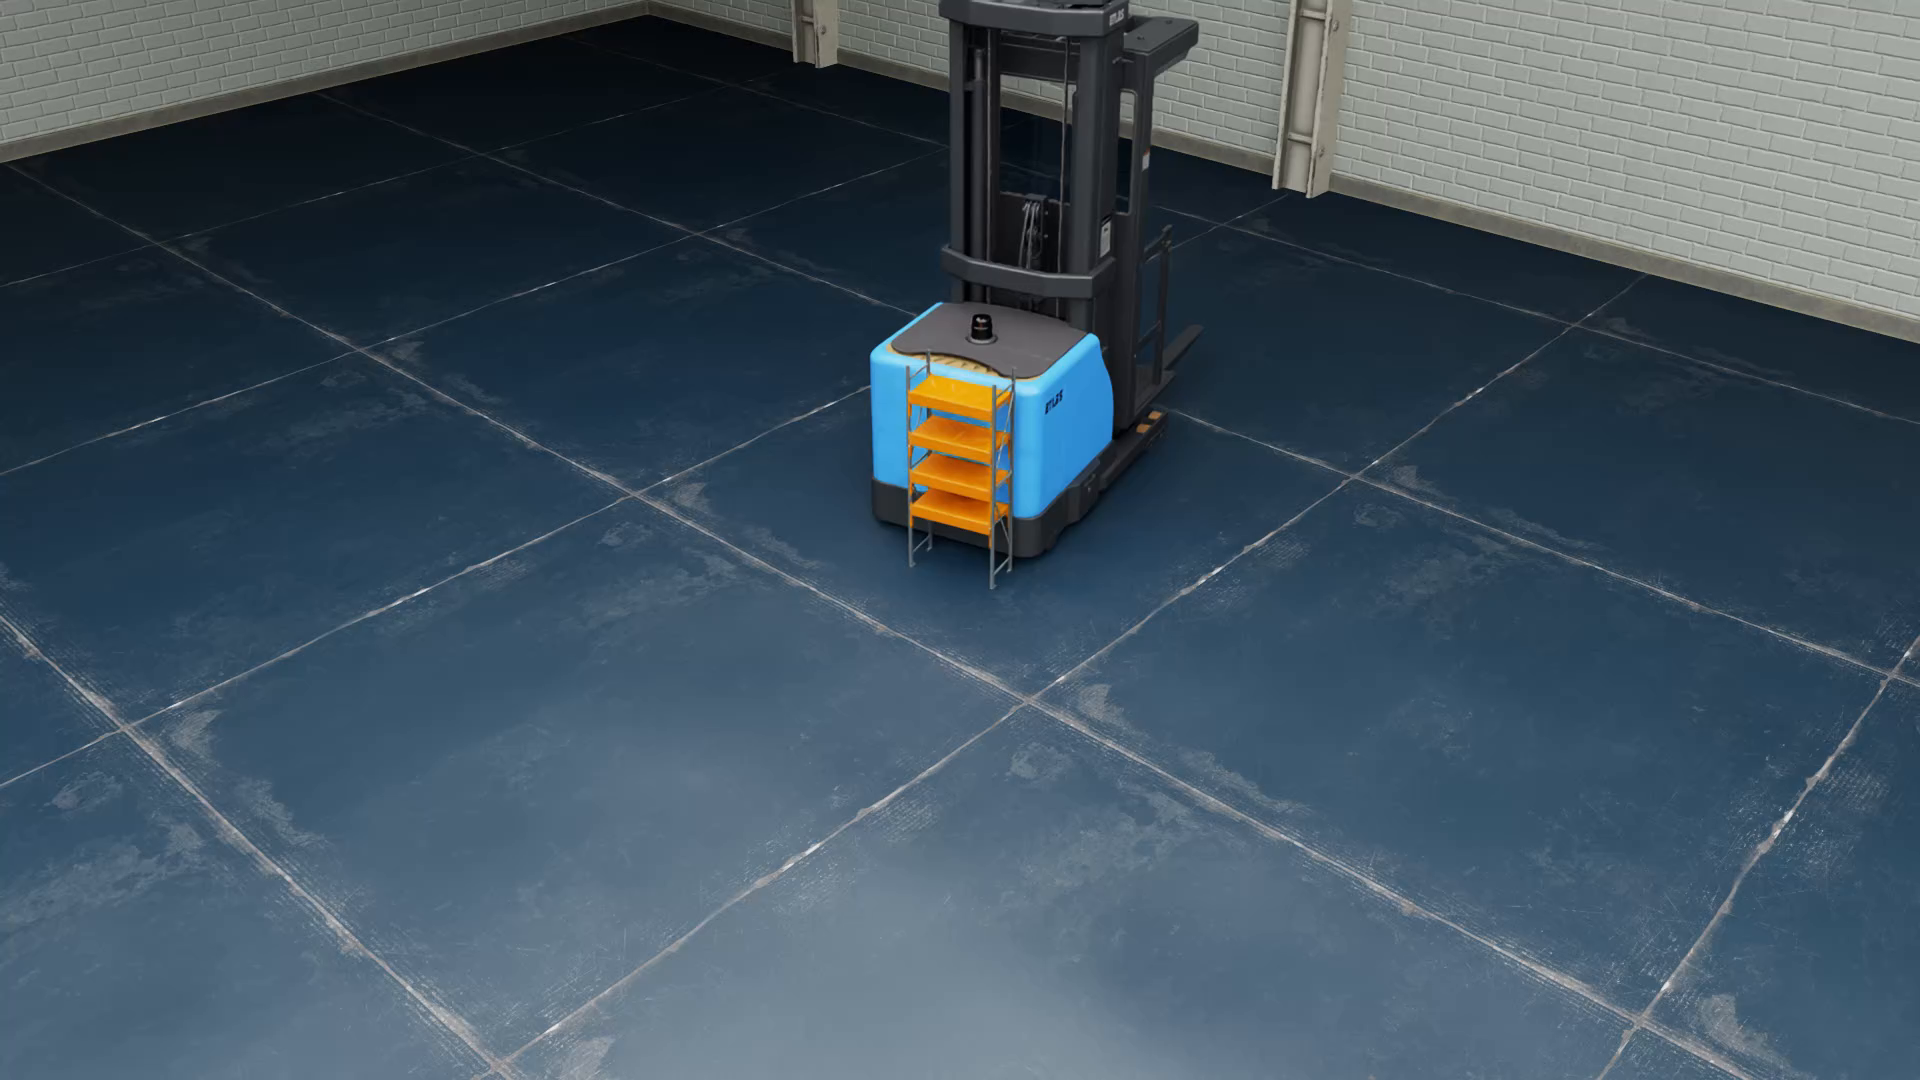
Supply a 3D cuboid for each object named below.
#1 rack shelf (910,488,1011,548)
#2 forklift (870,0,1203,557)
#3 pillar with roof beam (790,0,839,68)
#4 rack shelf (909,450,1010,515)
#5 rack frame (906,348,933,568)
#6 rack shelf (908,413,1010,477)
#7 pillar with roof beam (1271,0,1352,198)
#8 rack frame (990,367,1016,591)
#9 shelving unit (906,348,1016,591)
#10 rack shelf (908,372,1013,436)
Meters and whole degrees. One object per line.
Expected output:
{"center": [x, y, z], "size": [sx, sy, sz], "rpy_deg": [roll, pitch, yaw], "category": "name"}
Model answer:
{"center": [0.003, -0.133, 8.822], "size": [0.480, 0.148, 0.258], "rpy_deg": [15, 34, 23], "category": "rack shelf"}
{"center": [0.638, -1.897, 9.559], "size": [1.130, 2.935, 3.031], "rpy_deg": [15, 34, 24], "category": "forklift"}
{"center": [-4.418, -7.296, 12.645], "size": [0.400, 9.000, 9.100], "rpy_deg": [25, 39, 35], "category": "pillar with roof beam"}
{"center": [0.003, -0.303, 8.720], "size": [0.480, 0.148, 0.258], "rpy_deg": [15, 34, 23], "category": "rack shelf"}
{"center": [-0.213, -0.418, 8.781], "size": [0.015, 1.200, 0.240], "rpy_deg": [15, 34, 23], "category": "rack frame"}
{"center": [0.003, -0.494, 8.605], "size": [0.480, 0.148, 0.258], "rpy_deg": [15, 34, 23], "category": "rack shelf"}
{"center": [0.031, -5.220, 9.196], "size": [0.400, 9.000, 9.100], "rpy_deg": [25, 39, 35], "category": "pillar with roof beam"}
{"center": [0.220, -0.303, 8.589], "size": [0.015, 1.200, 0.240], "rpy_deg": [15, 34, 23], "category": "rack frame"}
{"center": [0.003, -0.360, 8.685], "size": [0.503, 1.200, 0.258], "rpy_deg": [15, 34, 23], "category": "shelving unit"}
{"center": [0.003, -0.697, 8.483], "size": [0.480, 0.148, 0.258], "rpy_deg": [15, 34, 23], "category": "rack shelf"}
